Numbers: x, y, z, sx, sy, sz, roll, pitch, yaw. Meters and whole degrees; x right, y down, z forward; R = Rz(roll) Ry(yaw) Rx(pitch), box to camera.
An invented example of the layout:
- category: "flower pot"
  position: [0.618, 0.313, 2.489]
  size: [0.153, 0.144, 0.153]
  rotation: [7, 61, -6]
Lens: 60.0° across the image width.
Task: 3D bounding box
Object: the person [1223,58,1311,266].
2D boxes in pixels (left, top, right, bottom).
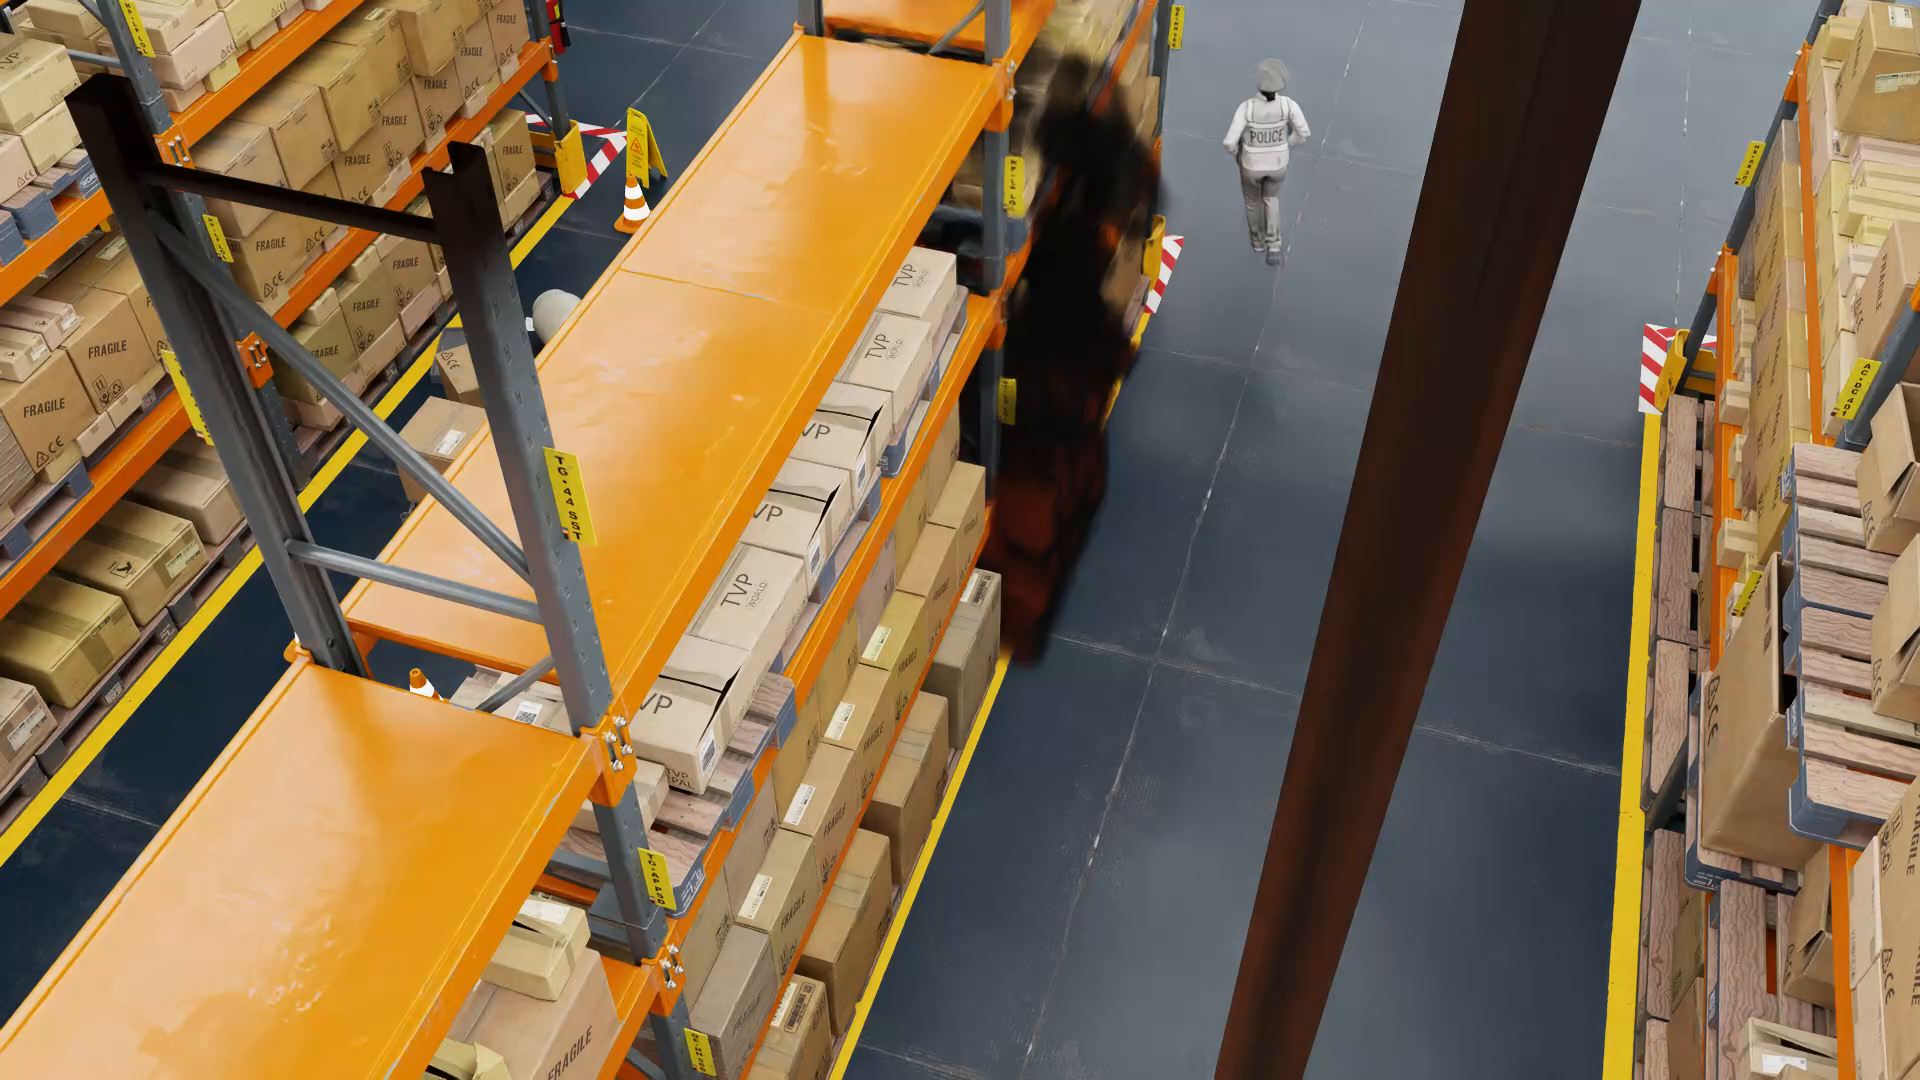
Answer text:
- category: "person"
  position: [2.225, -2.770, 12.299]
  size: [0.629, 1.702, 0.573]
  rotation: [-2, 46, -2]
